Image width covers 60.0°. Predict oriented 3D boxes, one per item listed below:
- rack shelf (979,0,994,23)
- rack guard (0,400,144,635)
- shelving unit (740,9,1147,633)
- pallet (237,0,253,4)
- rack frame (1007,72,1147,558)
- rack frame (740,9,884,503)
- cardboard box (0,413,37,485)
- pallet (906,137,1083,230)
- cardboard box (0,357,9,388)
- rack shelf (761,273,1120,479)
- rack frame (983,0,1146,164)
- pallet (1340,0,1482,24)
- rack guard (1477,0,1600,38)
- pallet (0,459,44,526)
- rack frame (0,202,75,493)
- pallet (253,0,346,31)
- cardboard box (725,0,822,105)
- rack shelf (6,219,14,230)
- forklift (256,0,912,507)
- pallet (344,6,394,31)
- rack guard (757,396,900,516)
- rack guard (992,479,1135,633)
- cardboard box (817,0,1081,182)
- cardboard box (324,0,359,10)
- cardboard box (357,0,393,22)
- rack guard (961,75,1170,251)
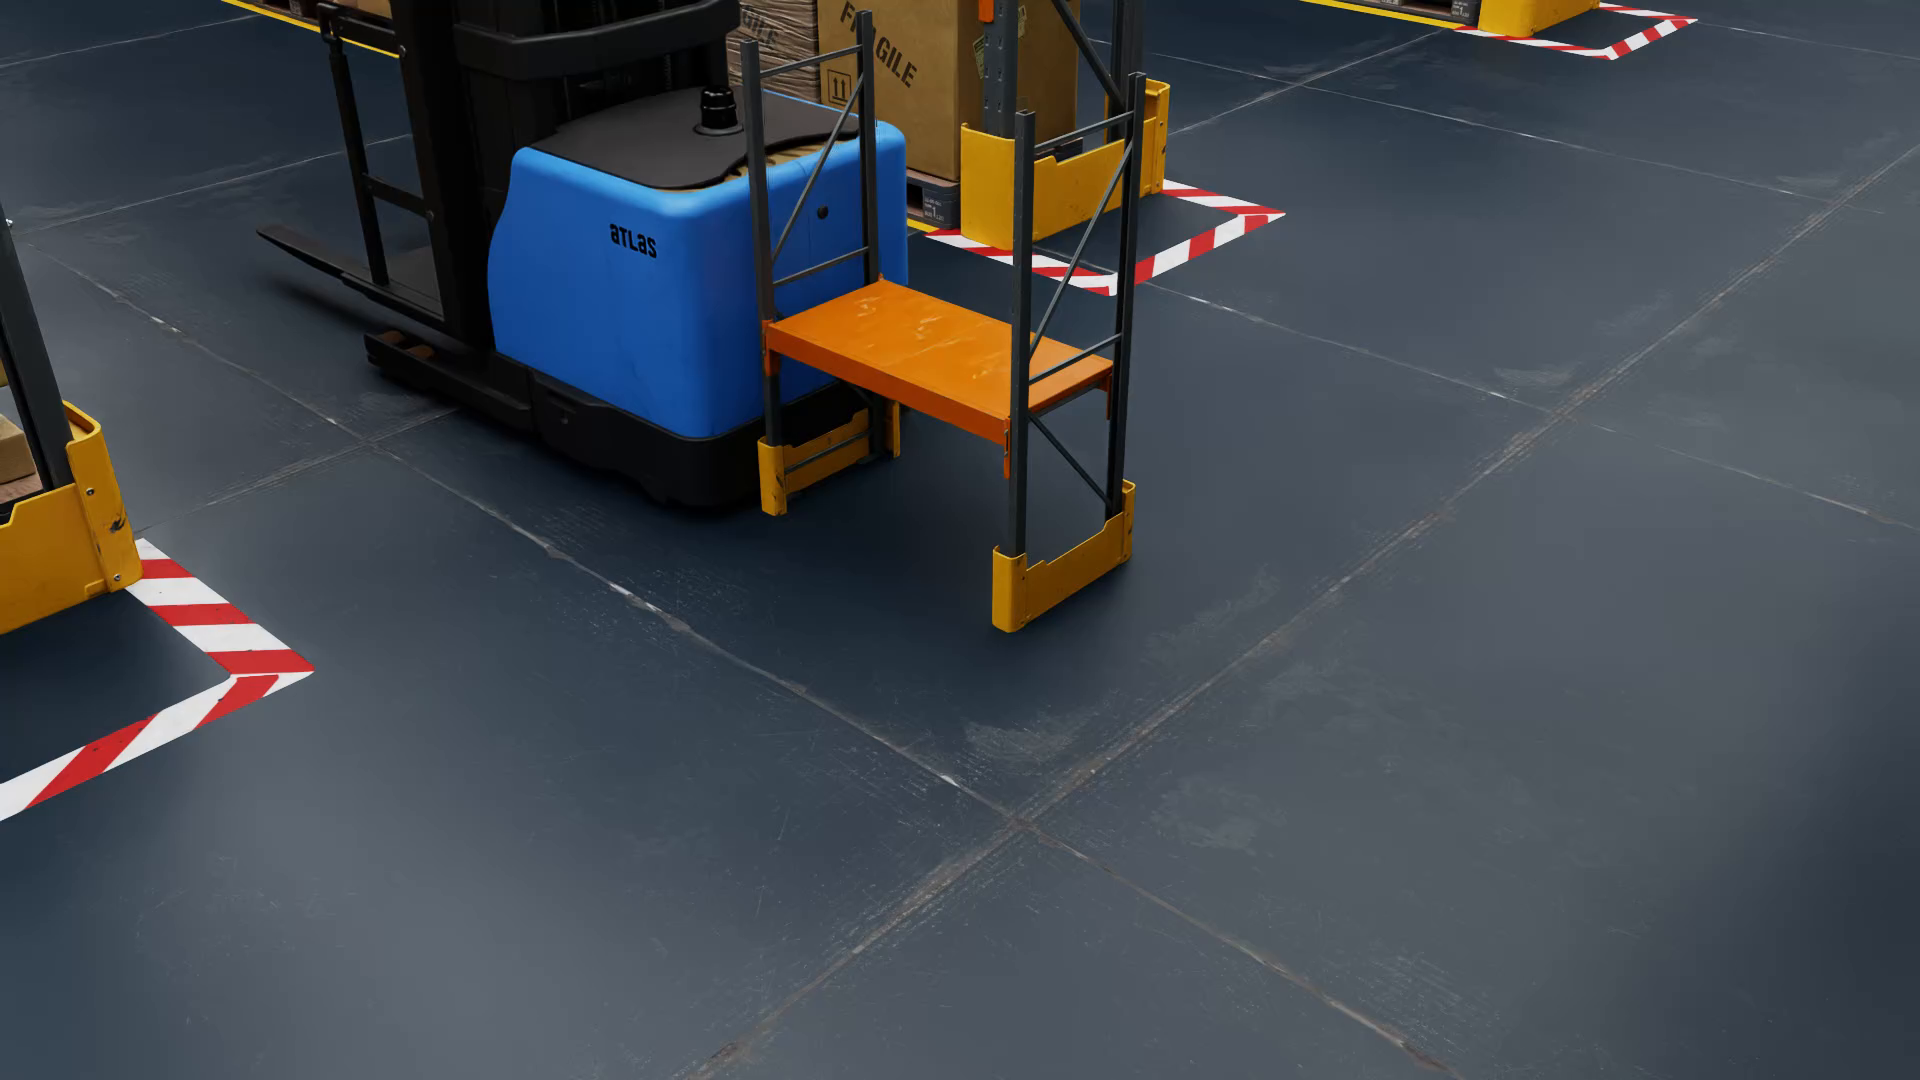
[{"bbox_3d":[-1.004,-3.229,8.402,4.000,0.370,1.077,25,39,35],"label":"rack shelf"},{"bbox_3d":[-2.981,0.062,4.663,0.348,0.500,1.175,25,39,35],"label":"rack guard"},{"bbox_3d":[-0.057,-0.669,4.907,1.083,1.500,0.587,25,39,35],"label":"shelving unit"},{"bbox_3d":[-4.919,-4.117,11.884,1.213,0.211,1.003,25,39,35],"label":"pallet"},{"bbox_3d":[0.314,-0.496,4.620,0.032,1.500,0.500,25,39,35],"label":"rack frame"},{"bbox_3d":[-0.440,-0.848,5.204,0.032,1.500,0.500,25,39,35],"label":"rack frame"},{"bbox_3d":[-3.098,-0.245,5.106,0.250,0.149,0.380,26,40,36],"label":"cardboard box"},{"bbox_3d":[-0.167,-1.897,8.196,1.213,0.211,1.003,25,39,35],"label":"pallet"},{"bbox_3d":[-3.085,-0.508,4.965,0.250,0.149,0.380,23,38,33],"label":"cardboard box"},{"bbox_3d":[-0.063,-0.518,5.005,1.000,0.185,0.538,25,39,35],"label":"rack shelf"},{"bbox_3d":[0.479,-2.845,7.067,0.127,3.000,1.000,25,39,35],"label":"rack frame"},{"bbox_3d":[3.217,-3.844,11.431,1.213,0.211,1.003,25,39,35],"label":"pallet"},{"bbox_3d":[3.829,-3.664,10.852,0.348,0.500,1.175,25,39,35],"label":"rack guard"},{"bbox_3d":[-3.560,-0.109,5.227,1.213,0.211,1.003,25,39,35],"label":"pallet"},{"bbox_3d":[-2.925,-0.983,3.975,0.127,3.000,1.000,25,39,35],"label":"rack frame"},{"bbox_3d":[-4.019,-3.695,11.183,1.213,0.211,1.003,25,39,35],"label":"pallet"},{"bbox_3d":[-0.724,-2.620,8.347,0.875,0.875,0.875,25,39,35],"label":"cardboard box"},{"bbox_3d":[-4.407,-1.367,5.310,4.000,0.370,1.077,25,39,35],"label":"rack shelf"},{"bbox_3d":[-1.603,-1.992,5.718,3.031,2.935,1.130,24,39,34],"label":"forklift"},{"bbox_3d":[-3.110,-3.273,10.482,1.213,0.211,1.003,25,39,35],"label":"pallet"},{"bbox_3d":[-0.426,-0.306,5.516,0.087,0.250,0.587,25,39,35],"label":"rack guard"},{"bbox_3d":[0.313,0.039,4.943,0.087,0.250,0.587,25,39,35],"label":"rack guard"},{"bbox_3d":[-0.050,-2.305,7.824,0.875,0.875,0.875,25,39,35],"label":"cardboard box"},{"bbox_3d":[-3.638,-4.022,10.675,0.875,0.875,1.225,24,38,34],"label":"cardboard box"},{"bbox_3d":[-2.975,-3.713,10.162,0.875,0.875,1.225,25,39,35],"label":"cardboard box"},{"bbox_3d":[0.496,-1.766,7.698,0.348,0.500,1.175,25,39,35],"label":"rack guard"}]
